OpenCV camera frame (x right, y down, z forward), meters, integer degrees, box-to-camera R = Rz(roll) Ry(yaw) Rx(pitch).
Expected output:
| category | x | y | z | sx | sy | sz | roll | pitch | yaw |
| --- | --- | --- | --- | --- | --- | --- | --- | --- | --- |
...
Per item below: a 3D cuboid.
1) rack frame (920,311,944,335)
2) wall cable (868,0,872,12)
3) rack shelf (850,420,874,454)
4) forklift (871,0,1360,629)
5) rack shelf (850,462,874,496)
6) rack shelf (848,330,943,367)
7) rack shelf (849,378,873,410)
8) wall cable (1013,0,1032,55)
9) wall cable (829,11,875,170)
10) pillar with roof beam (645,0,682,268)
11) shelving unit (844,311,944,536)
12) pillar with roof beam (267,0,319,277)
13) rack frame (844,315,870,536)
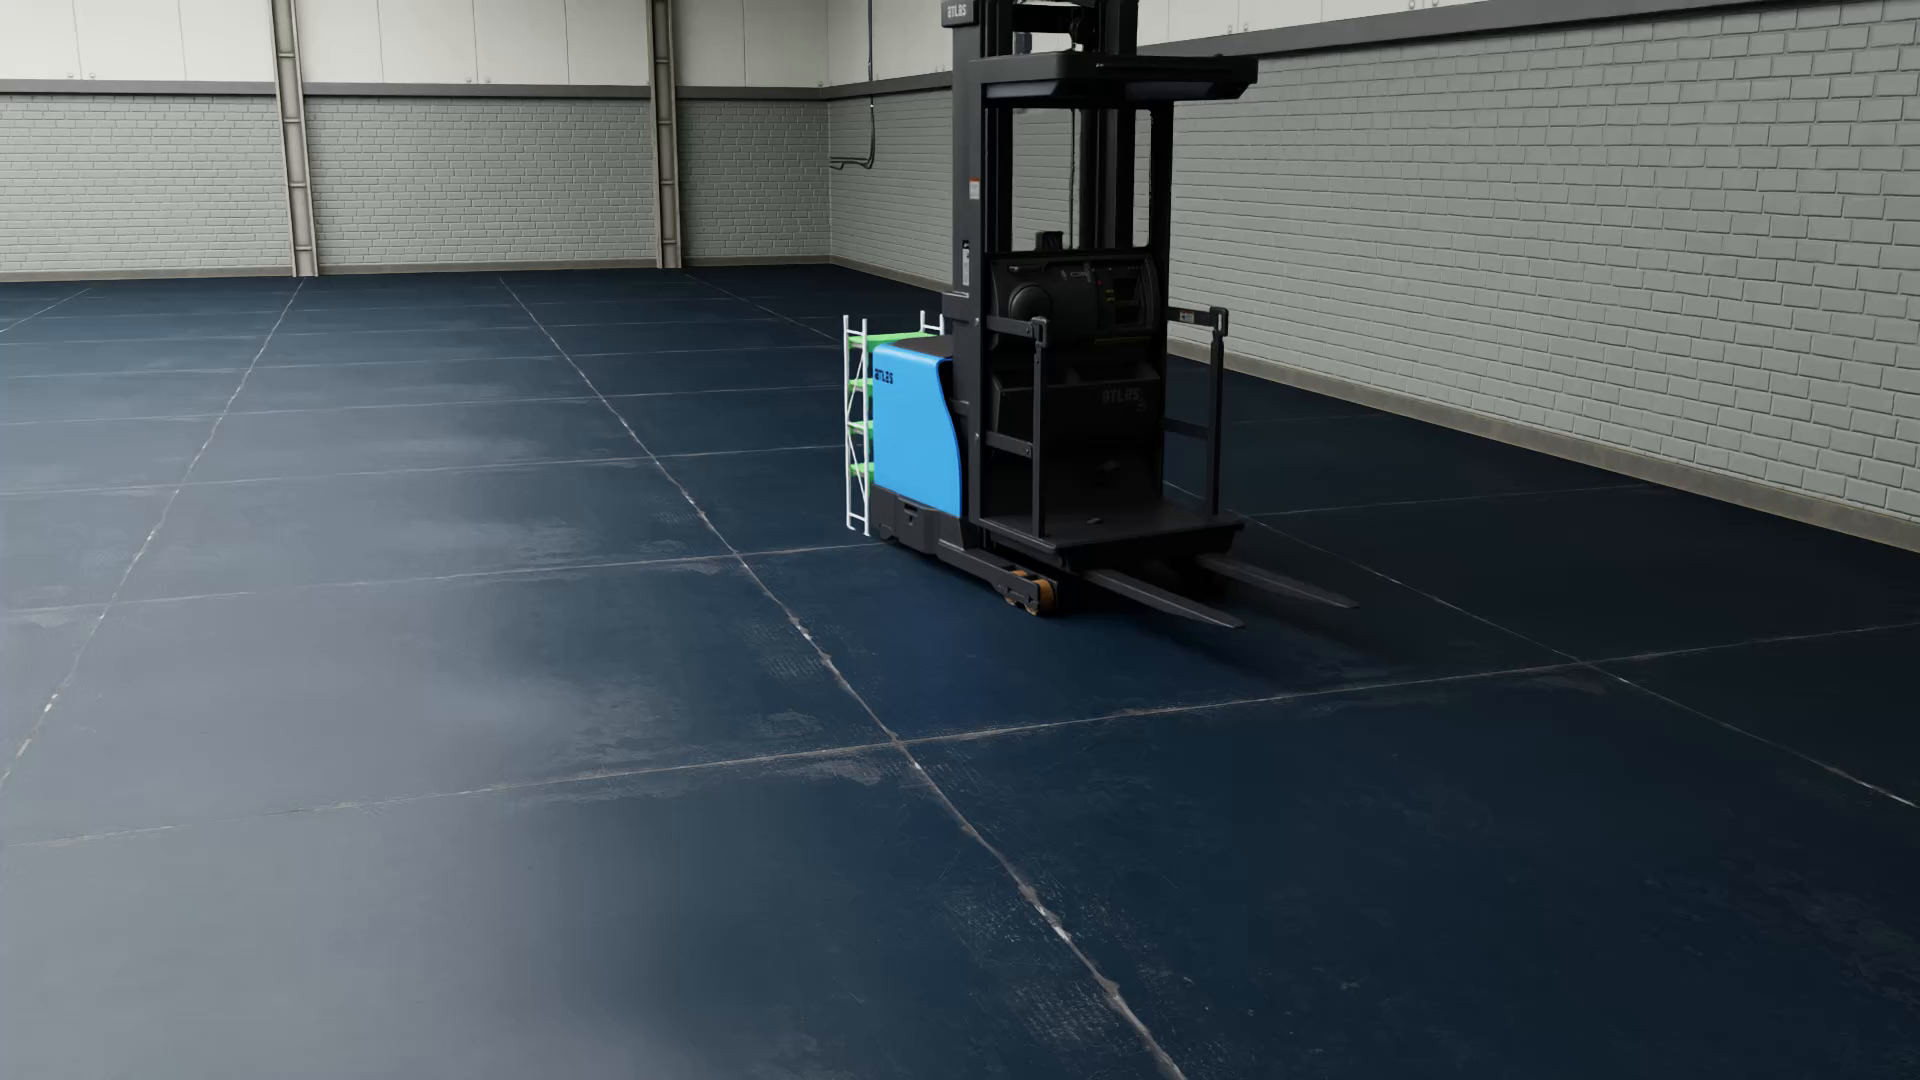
| category | x | y | z | sx | sy | sz | roll | pitch | yaw |
| --- | --- | --- | --- | --- | --- | --- | --- | --- | --- |
| rack frame | -0.156 | -0.692 | 9.458 | 0.015 | 1.200 | 0.240 | -8 | 16 | -31 |
| wall cable | -1.065 | -9.477 | 25.334 | 0.112 | 2.526 | 3.097 | -4 | 14 | -18 |
| rack shelf | -0.364 | -0.600 | 9.348 | 0.480 | 0.148 | 0.258 | -8 | 16 | -31 |
| forklift | 0.665 | -1.199 | 7.851 | 1.130 | 2.935 | 3.031 | -7 | 15 | -28 |
| rack shelf | -0.364 | -0.367 | 9.404 | 0.480 | 0.148 | 0.258 | -8 | 16 | -31 |
| rack shelf | -0.364 | -1.067 | 9.237 | 0.480 | 0.148 | 0.258 | -8 | 16 | -31 |
| rack shelf | -0.364 | -0.833 | 9.293 | 0.480 | 0.148 | 0.258 | -8 | 16 | -31 |
| wall cable | 1.085 | -8.695 | 18.902 | 0.169 | 6.003 | 2.305 | -4 | 14 | -18 |
| wall cable | -1.928 | -7.613 | 28.413 | 0.112 | 2.526 | 3.097 | -4 | 14 | -18 |
| pillar with roof beam | -3.769 | -8.252 | 24.389 | 0.400 | 9.000 | 9.100 | -4 | 14 | -18 |
| shelving unit | -0.364 | -0.662 | 9.334 | 0.503 | 1.200 | 0.258 | -8 | 16 | -31 |
| pillar with roof beam | -9.455 | -7.809 | 22.528 | 0.400 | 9.000 | 9.100 | -4 | 14 | -18 |
| rack frame | -0.572 | -0.633 | 9.210 | 0.015 | 1.200 | 0.240 | -8 | 16 | -31 |
